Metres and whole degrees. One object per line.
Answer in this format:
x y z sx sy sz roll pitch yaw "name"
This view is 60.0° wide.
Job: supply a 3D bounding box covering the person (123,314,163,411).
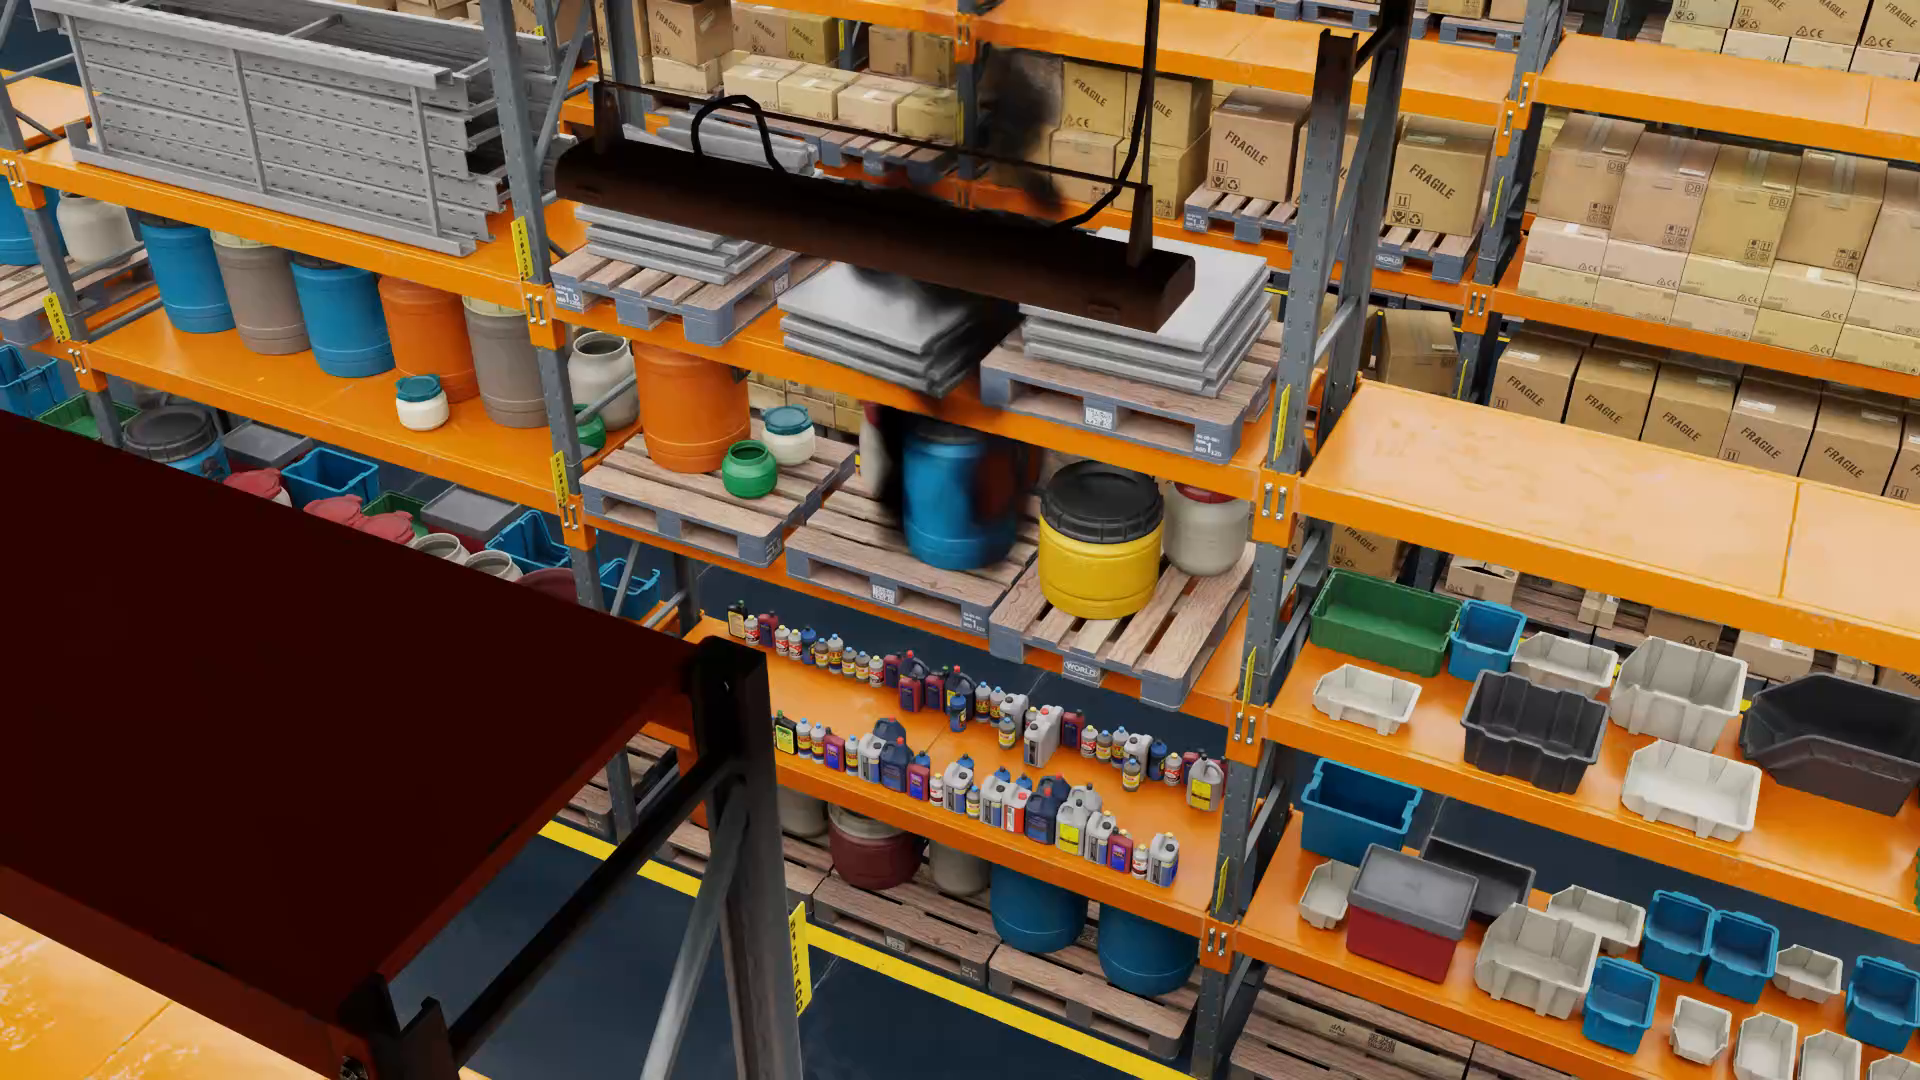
-6.954 -1.328 14.439 0.571 1.570 0.543 14 37 19 "person"
